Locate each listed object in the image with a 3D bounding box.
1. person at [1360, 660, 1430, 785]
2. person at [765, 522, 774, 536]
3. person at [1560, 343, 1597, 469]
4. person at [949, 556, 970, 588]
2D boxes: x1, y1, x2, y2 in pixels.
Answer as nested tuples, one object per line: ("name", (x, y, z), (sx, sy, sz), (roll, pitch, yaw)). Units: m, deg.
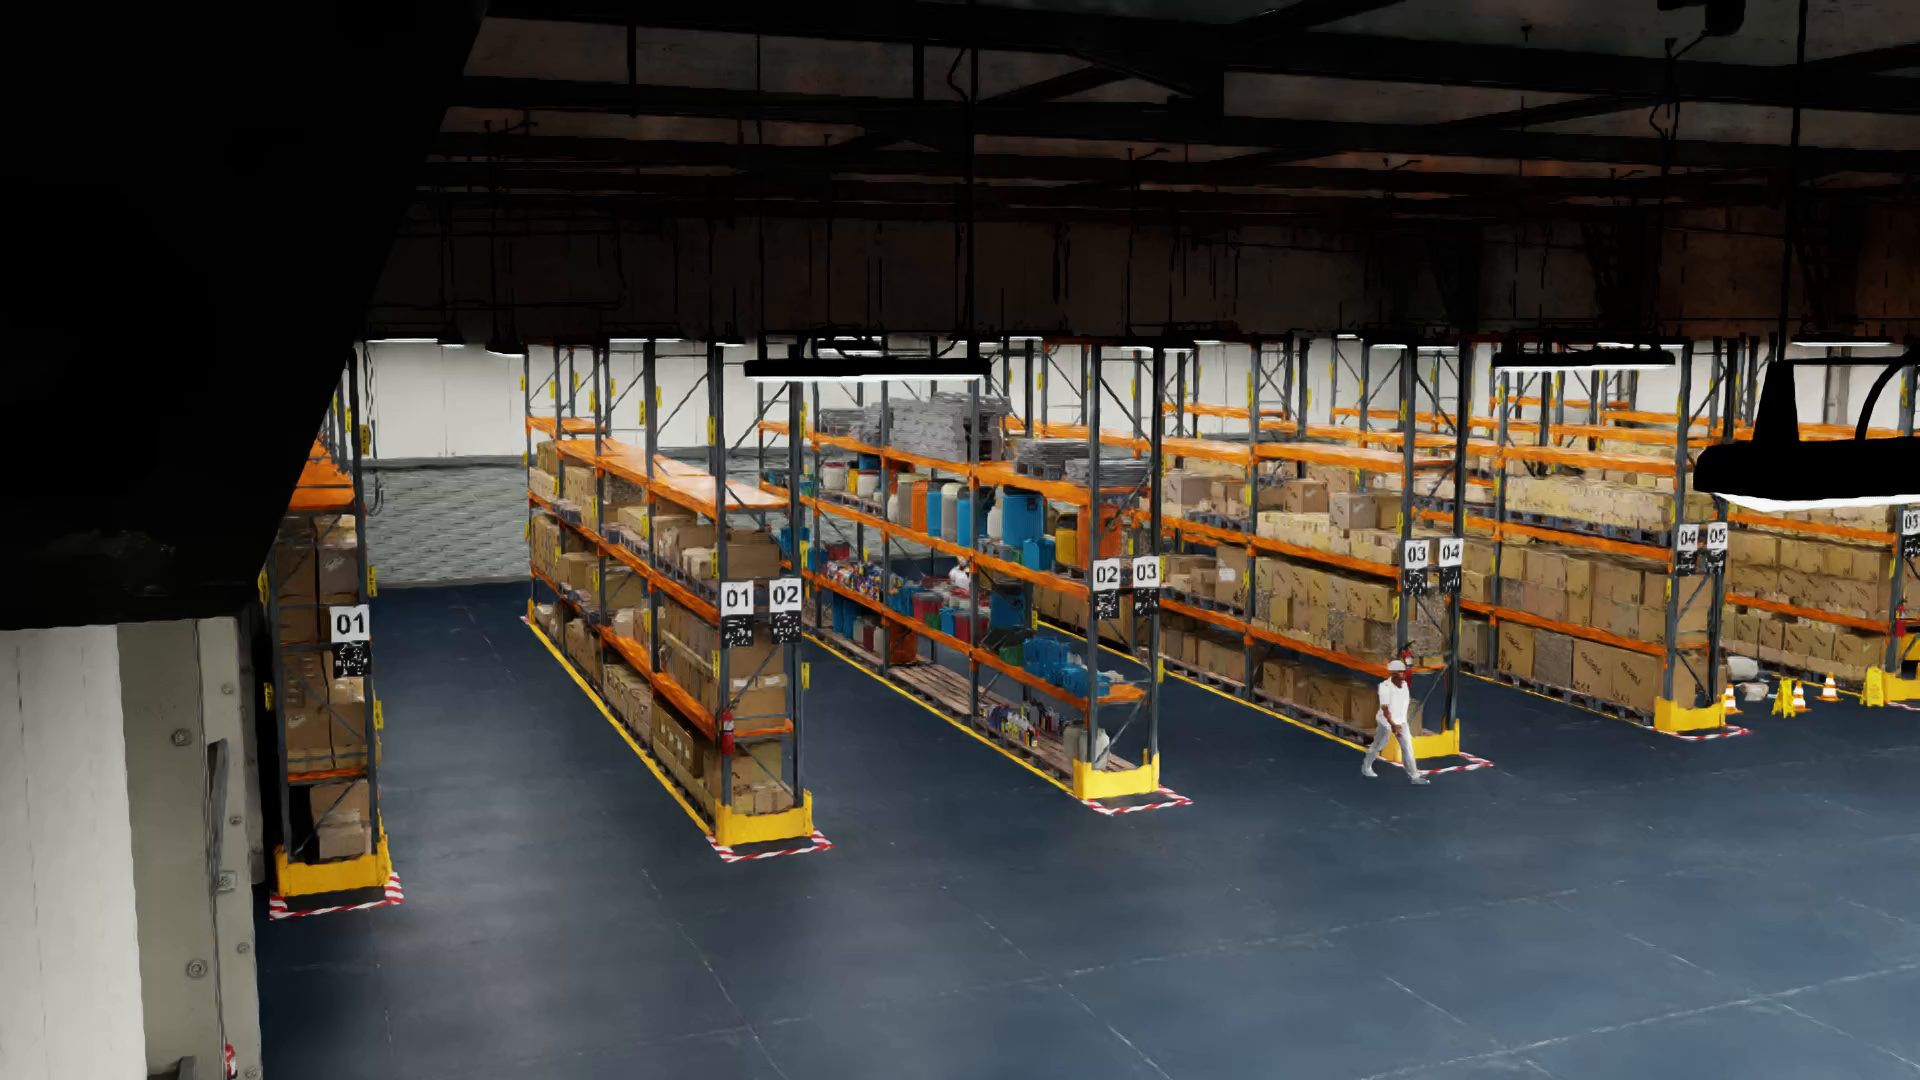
("person", (5.917, 2.472, 22.669), (0.571, 1.708, 1.035), (-5, 9, -31))
("person", (-4.523, 0.367, 38.730), (0.914, 1.601, 0.556), (7, 10, 41))
("person", (11.239, -1.214, 34.849), (4.061, 5.788, 1.045), (1, 8, 8))
("person", (0.019, 1.081, 33.533), (0.481, 1.583, 1.092), (-4, 8, -25))
